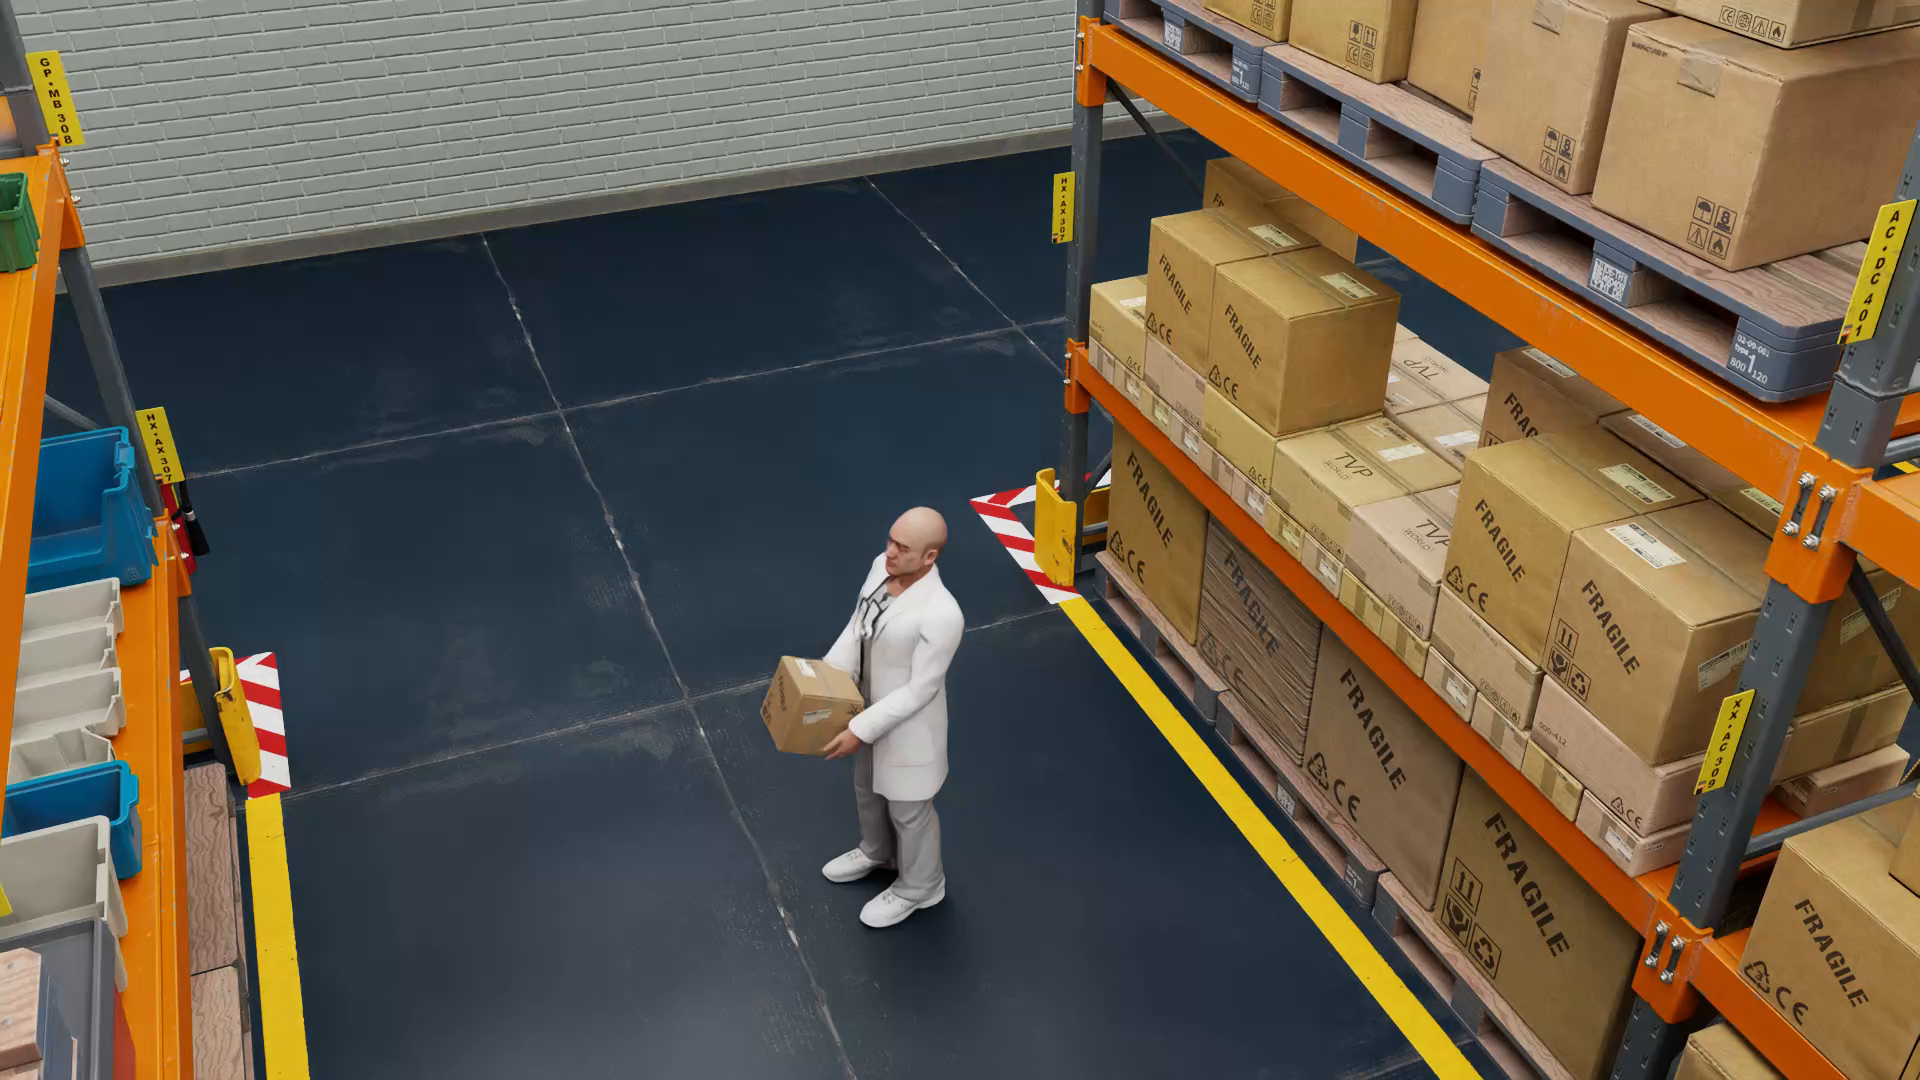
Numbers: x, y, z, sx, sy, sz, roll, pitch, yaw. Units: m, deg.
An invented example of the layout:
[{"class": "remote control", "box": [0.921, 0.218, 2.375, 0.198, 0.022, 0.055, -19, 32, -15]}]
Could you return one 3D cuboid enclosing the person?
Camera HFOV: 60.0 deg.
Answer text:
[{"class": "person", "box": [-0.302, 0.679, 6.107, 0.550, 1.779, 0.544, -17, 37, -24]}]
